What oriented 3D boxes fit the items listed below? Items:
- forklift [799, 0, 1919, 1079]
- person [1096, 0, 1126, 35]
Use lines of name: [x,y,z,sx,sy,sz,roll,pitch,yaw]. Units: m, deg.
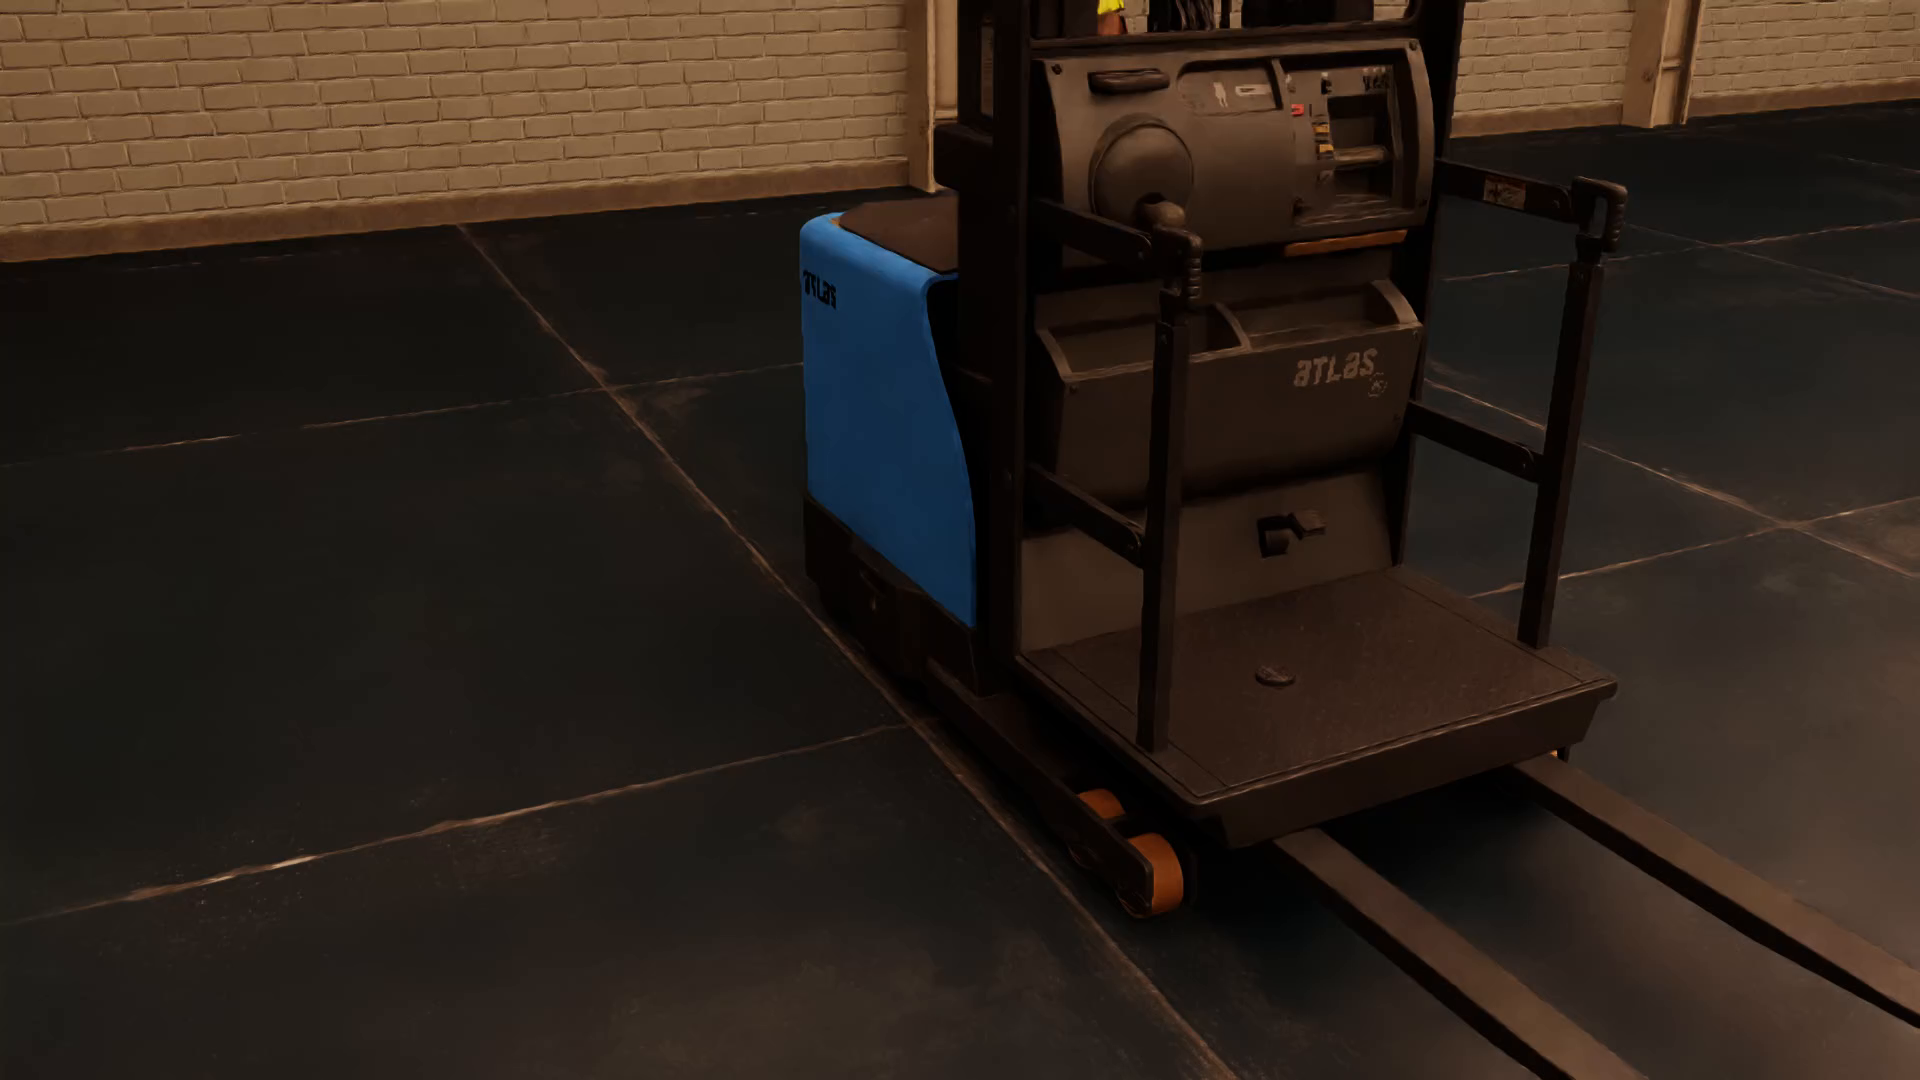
forklift: [0.686,-0.799,3.210,1.130,2.935,3.031,-11,25,-25]
person: [0.626,-0.878,5.100,0.804,1.626,0.849,20,30,39]
